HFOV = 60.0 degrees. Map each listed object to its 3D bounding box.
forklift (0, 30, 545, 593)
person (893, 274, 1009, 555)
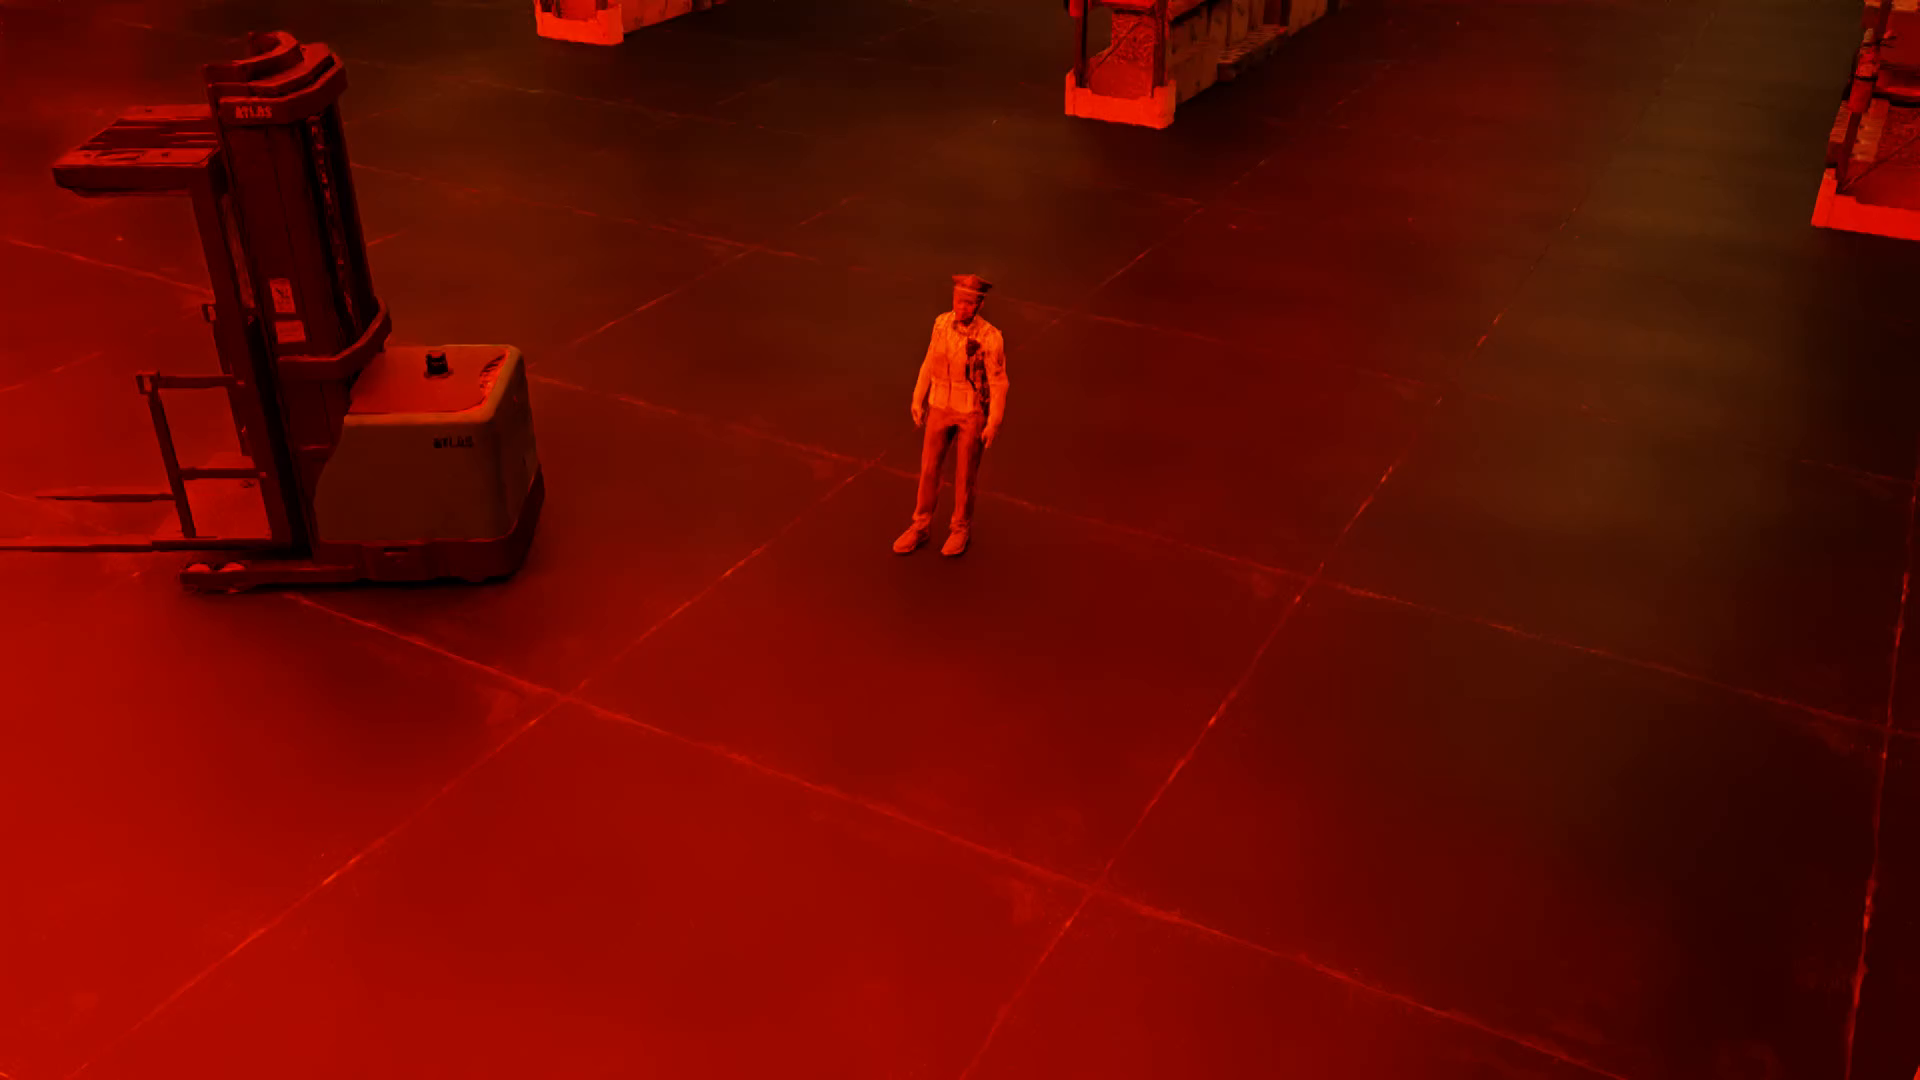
[{"bbox_3d":[-4.073,-1.237,9.214,3.031,2.935,1.130,-1,30,-2],"label":"forklift"},{"bbox_3d":[-0.039,-0.713,9.527,0.586,1.695,0.532,15,33,25],"label":"person"}]
